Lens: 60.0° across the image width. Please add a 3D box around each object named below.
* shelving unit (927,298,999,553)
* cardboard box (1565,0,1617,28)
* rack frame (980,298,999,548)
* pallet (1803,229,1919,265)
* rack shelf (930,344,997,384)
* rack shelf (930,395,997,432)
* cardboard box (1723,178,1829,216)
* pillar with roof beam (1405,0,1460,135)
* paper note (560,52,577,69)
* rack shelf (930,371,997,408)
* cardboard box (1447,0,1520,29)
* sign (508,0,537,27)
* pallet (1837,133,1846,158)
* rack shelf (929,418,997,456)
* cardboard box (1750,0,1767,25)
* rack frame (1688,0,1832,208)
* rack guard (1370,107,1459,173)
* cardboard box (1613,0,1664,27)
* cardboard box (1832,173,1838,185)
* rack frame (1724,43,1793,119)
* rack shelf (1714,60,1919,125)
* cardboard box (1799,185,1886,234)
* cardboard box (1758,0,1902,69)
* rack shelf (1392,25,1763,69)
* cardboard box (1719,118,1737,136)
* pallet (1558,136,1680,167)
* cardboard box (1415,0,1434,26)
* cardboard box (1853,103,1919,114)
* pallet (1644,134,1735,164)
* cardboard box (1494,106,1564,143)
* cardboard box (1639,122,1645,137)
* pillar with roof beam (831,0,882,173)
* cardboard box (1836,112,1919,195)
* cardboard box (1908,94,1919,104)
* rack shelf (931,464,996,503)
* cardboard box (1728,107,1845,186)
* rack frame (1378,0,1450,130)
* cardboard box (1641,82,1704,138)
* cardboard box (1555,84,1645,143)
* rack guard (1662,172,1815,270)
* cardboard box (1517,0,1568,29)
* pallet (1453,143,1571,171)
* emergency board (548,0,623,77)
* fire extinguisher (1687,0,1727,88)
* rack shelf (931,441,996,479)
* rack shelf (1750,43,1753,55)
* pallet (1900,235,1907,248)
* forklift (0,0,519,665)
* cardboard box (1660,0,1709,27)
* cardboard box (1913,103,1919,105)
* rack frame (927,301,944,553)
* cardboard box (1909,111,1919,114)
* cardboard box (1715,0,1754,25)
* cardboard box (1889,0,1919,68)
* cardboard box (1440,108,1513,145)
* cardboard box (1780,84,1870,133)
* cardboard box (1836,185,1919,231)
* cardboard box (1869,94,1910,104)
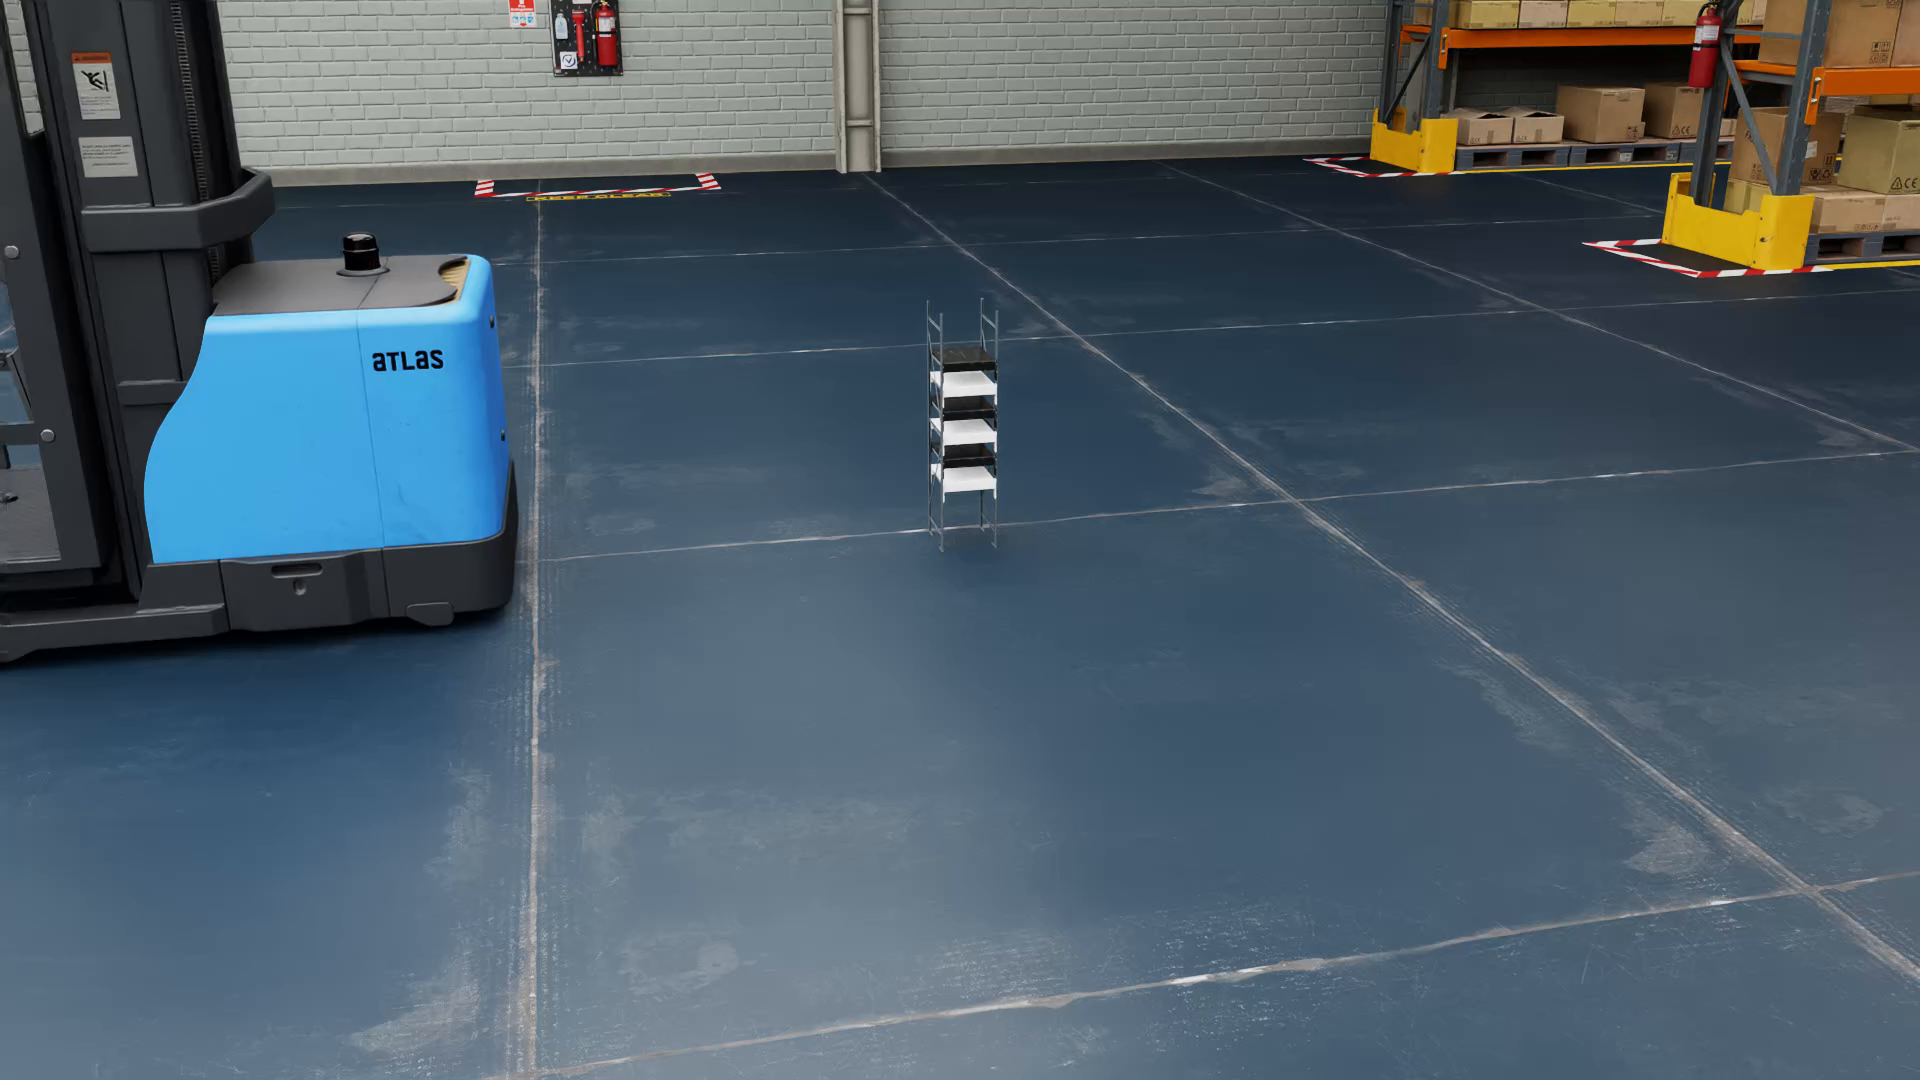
[{"bbox_3d":[0.008,-0.423,6.162,0.210,0.900,0.258,-5,21,-12],"label":"shelving unit"},{"bbox_3d":[5.924,-5.064,15.968,0.500,0.250,0.500,-5,21,-13],"label":"cardboard box"},{"bbox_3d":[0.107,-0.431,6.184,0.006,0.900,0.240,-5,21,-12],"label":"rack frame"},{"bbox_3d":[6.255,-2.216,12.057,1.213,0.211,1.003,-5,21,-12],"label":"pallet"},{"bbox_3d":[0.008,-0.645,6.080,0.200,0.077,0.258,-5,21,-12],"label":"rack shelf"},{"bbox_3d":[0.008,-0.476,6.142,0.200,0.077,0.258,-5,21,-12],"label":"rack shelf"},{"bbox_3d":[5.974,-2.498,12.161,0.500,0.250,0.500,-5,21,-12],"label":"cardboard box"},{"bbox_3d":[5.850,-6.830,11.876,0.400,9.000,9.100,-5,21,-12],"label":"pillar with roof beam"},{"bbox_3d":[-3.582,-4.391,15.223,0.142,0.148,0.016,-5,21,-12],"label":"paper note"},{"bbox_3d":[0.008,-0.561,6.111,0.200,0.077,0.258,-5,21,-12],"label":"rack shelf"},{"bbox_3d":[4.925,-4.980,15.738,0.500,0.250,0.500,-5,21,-14],"label":"cardboard box"},{"bbox_3d":[-3.956,-4.803,15.015,0.234,0.329,0.001,-5,21,-12],"label":"sign"},{"bbox_3d":[9.027,-4.178,17.414,1.213,0.211,1.003,-5,21,-12],"label":"pallet"},{"bbox_3d":[0.008,-0.392,6.173,0.200,0.077,0.258,-5,21,-12],"label":"rack shelf"},{"bbox_3d":[7.878,-5.225,16.407,0.500,0.250,0.500,-5,21,-12],"label":"cardboard box"},{"bbox_3d":[5.520,-3.451,11.374,0.127,3.000,1.000,-5,21,-12],"label":"rack frame"},{"bbox_3d":[4.451,-3.941,16.346,0.348,0.500,1.175,-5,21,-12],"label":"rack guard"},{"bbox_3d":[6.416,-5.104,16.075,0.500,0.250,0.500,-4,21,-12],"label":"cardboard box"},{"bbox_3d":[6.458,-2.542,12.280,0.500,0.250,0.500,-5,21,-12],"label":"cardboard box"},{"bbox_3d":[8.269,-5.425,16.764,0.127,3.000,1.000,-5,21,-12],"label":"rack frame"},{"bbox_3d":[7.467,-3.271,11.930,4.000,0.370,1.077,-5,21,-12],"label":"rack shelf"},{"bbox_3d":[6.093,-2.325,11.688,0.500,0.250,0.500,-5,21,-12],"label":"cardboard box"},{"bbox_3d":[5.978,-3.530,11.446,0.500,0.500,0.700,-5,21,-12],"label":"cardboard box"},{"bbox_3d":[6.323,-4.929,16.456,4.000,0.370,1.077,-5,21,-12],"label":"rack shelf"},{"bbox_3d":[7.756,-4.249,17.033,0.250,0.166,0.380,-7,21,-20],"label":"cardboard box"},{"bbox_3d":[6.434,-3.953,16.800,1.213,0.211,1.003,-5,21,-12],"label":"pallet"},{"bbox_3d":[4.787,-5.150,16.201,0.500,0.250,0.500,-4,21,-12],"label":"cardboard box"},{"bbox_3d":[6.944,-2.935,12.263,0.500,0.500,0.500,-5,21,-12],"label":"cardboard box"},{"bbox_3d":[7.624,-4.051,17.067,1.213,0.211,1.003,-5,21,-12],"label":"pallet"},{"bbox_3d":[5.626,-4.123,16.477,0.500,0.311,0.500,-3,20,-8],"label":"cardboard box"},{"bbox_3d":[6.708,-4.173,16.852,0.250,0.149,0.380,-6,21,-17],"label":"cardboard box"},{"bbox_3d":[0.011,-6.355,10.580,0.400,9.000,9.100,-5,21,-12],"label":"pillar with roof beam"},{"bbox_3d":[6.580,-2.717,11.668,0.500,0.500,0.500,-5,21,-12],"label":"cardboard box"},{"bbox_3d":[9.979,-4.607,17.524,0.500,0.500,0.700,-4,21,-12],"label":"cardboard box"},{"bbox_3d":[0.008,-0.223,6.235,0.200,0.077,0.258,-5,21,-12],"label":"rack shelf"},{"bbox_3d":[5.974,-2.851,12.034,0.500,0.500,0.500,-5,21,-12],"label":"cardboard box"},{"bbox_3d":[4.377,-5.109,15.900,0.127,3.000,1.000,-5,21,-12],"label":"rack frame"},{"bbox_3d":[7.269,-4.363,16.858,0.500,0.500,0.500,-6,21,-17],"label":"cardboard box"},{"bbox_3d":[6.351,-4.253,16.558,0.500,0.500,0.700,-6,21,-16],"label":"cardboard box"},{"bbox_3d":[5.497,-2.275,11.799,0.348,0.500,1.175,-5,21,-12],"label":"rack guard"},{"bbox_3d":[5.427,-5.026,15.863,0.500,0.250,0.500,-5,21,-14],"label":"cardboard box"},{"bbox_3d":[5.249,-3.858,16.539,1.213,0.211,1.003,-5,21,-12],"label":"pallet"},{"bbox_3d":[-3.394,-4.796,15.046,0.643,1.169,0.194,-5,21,-12],"label":"emergency board"},{"bbox_3d":[5.298,-3.561,11.786,0.183,0.674,0.296,-5,21,-12],"label":"fire extinguisher"},{"bbox_3d":[0.008,-0.307,6.204,0.200,0.077,0.258,-5,21,-12],"label":"rack shelf"},{"bbox_3d":[10.216,-5.246,17.320,4.000,0.370,1.077,-5,21,-12],"label":"rack shelf"},{"bbox_3d":[7.440,-2.311,12.318,1.213,0.211,1.003,-5,21,-12],"label":"pallet"},{"bbox_3d":[-3.076,-1.148,5.186,3.031,2.935,1.130,-4,21,-12],"label":"forklift"},{"bbox_3d":[6.906,-5.144,16.184,0.500,0.250,0.500,-5,21,-13],"label":"cardboard box"},{"bbox_3d":[7.430,-2.974,12.370,0.500,0.500,0.500,-5,21,-12],"label":"cardboard box"},{"bbox_3d":[-0.091,-0.415,6.140,0.006,0.900,0.240,-5,21,-12],"label":"rack frame"},{"bbox_3d":[7.063,-2.761,11.788,0.500,0.500,0.500,-5,21,-12],"label":"cardboard box"},{"bbox_3d":[7.391,-5.189,16.307,0.500,0.250,0.500,-5,21,-12],"label":"cardboard box"},{"bbox_3d":[6.488,-3.574,11.564,0.500,0.500,0.700,-4,21,-11],"label":"cardboard box"},{"bbox_3d":[5.071,-4.077,16.354,0.500,0.311,0.500,-7,21,-19],"label":"cardboard box"},{"bbox_3d":[8.982,-4.522,17.293,0.500,0.500,0.700,-4,20,-11],"label":"cardboard box"},{"bbox_3d":[6.579,-2.366,11.799,0.500,0.250,0.500,-5,21,-12],"label":"cardboard box"},{"bbox_3d":[9.473,-4.580,17.450,0.500,0.500,0.700,-5,21,-14],"label":"cardboard box"}]
